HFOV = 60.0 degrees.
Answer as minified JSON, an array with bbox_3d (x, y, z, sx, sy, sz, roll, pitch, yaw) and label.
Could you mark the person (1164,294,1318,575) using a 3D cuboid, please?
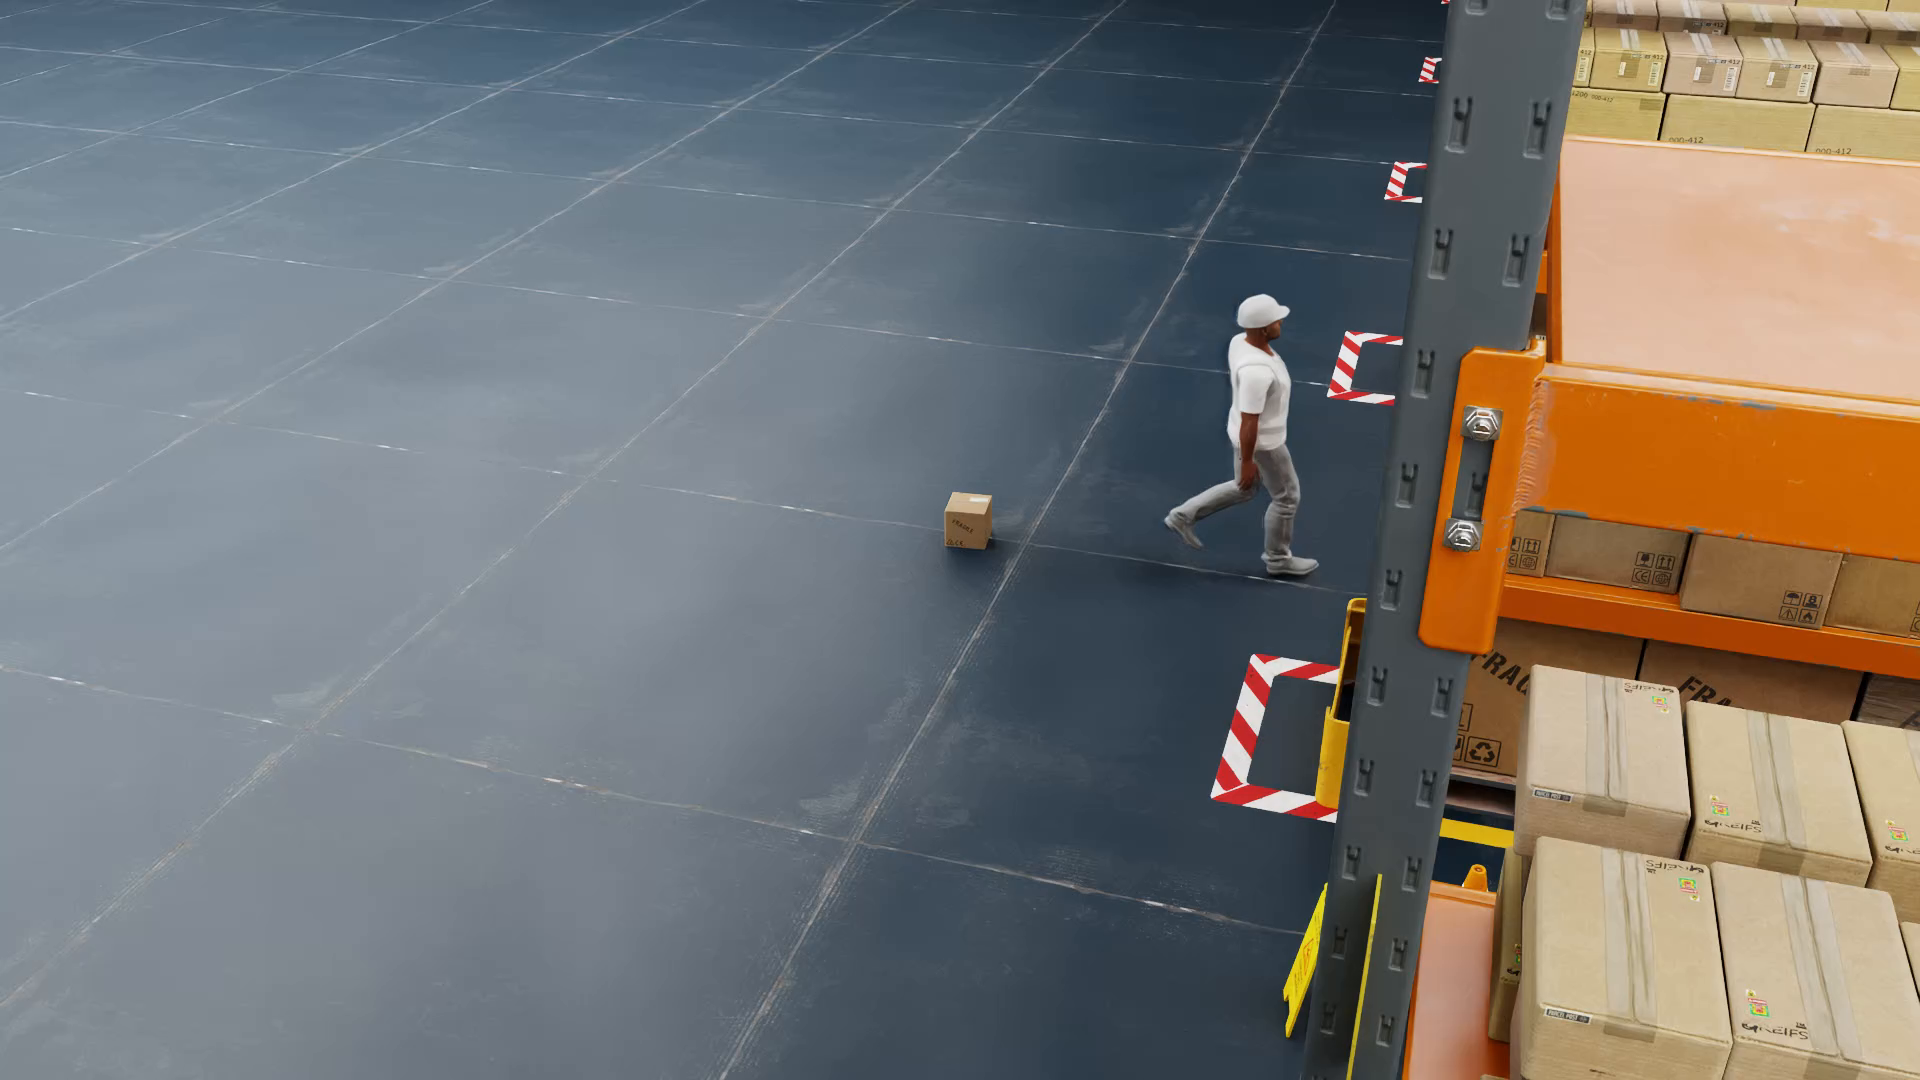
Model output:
[{"bbox_3d":[1.672,-0.600,9.561,0.906,1.732,0.591,-1,29,-1],"label":"person"}]
